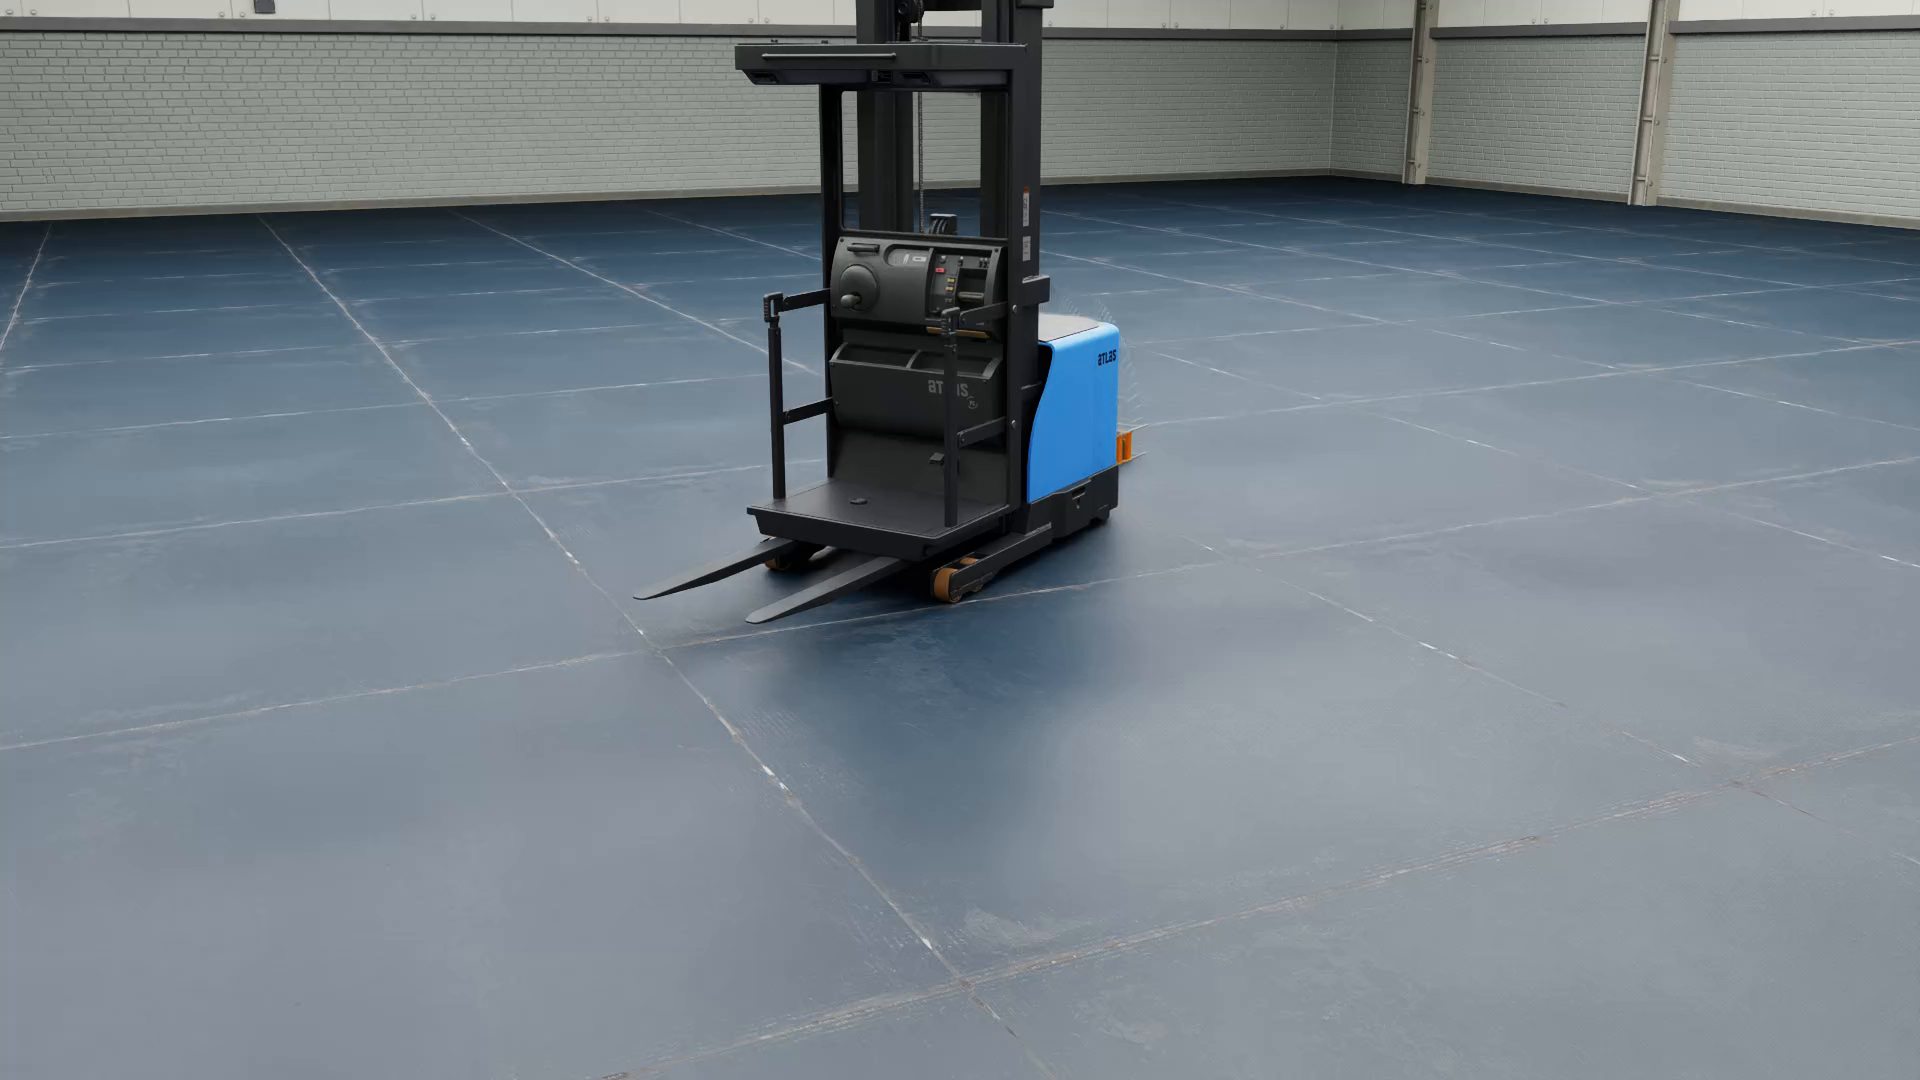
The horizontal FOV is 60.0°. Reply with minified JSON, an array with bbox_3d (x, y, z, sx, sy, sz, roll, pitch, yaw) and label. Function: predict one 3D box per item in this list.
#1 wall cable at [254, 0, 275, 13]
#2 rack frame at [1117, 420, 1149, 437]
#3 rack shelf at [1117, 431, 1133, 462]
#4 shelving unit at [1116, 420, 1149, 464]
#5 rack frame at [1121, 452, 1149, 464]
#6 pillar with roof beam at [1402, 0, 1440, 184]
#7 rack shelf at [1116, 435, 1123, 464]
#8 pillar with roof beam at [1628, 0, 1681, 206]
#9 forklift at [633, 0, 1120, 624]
[{"bbox_3d":[-10.432,-11.607,26.719,2.305,6.003,0.169,-8,18,-25],"label":"wall cable"},{"bbox_3d":[0.781,-0.621,10.231,0.240,0.006,1.200,10,19,32],"label":"rack frame"},{"bbox_3d":[0.955,-0.605,10.509,0.258,0.180,0.103,10,19,32],"label":"rack shelf"},{"bbox_3d":[0.781,-0.533,10.256,0.258,0.189,1.200,10,19,32],"label":"shelving unit"},{"bbox_3d":[0.781,-0.445,10.281,0.240,0.006,1.200,10,19,32],"label":"rack frame"},{"bbox_3d":[5.575,-11.225,31.553,9.100,9.000,0.400,-8,18,-25],"label":"pillar with roof beam"},{"bbox_3d":[0.889,-0.578,10.413,0.258,0.180,0.103,10,19,32],"label":"rack shelf"},{"bbox_3d":[8.204,-9.737,26.369,9.100,9.000,0.400,-8,18,-25],"label":"pillar with roof beam"},{"bbox_3d":[-0.327,-1.261,7.830,1.130,2.935,3.031,10,19,30],"label":"forklift"}]
